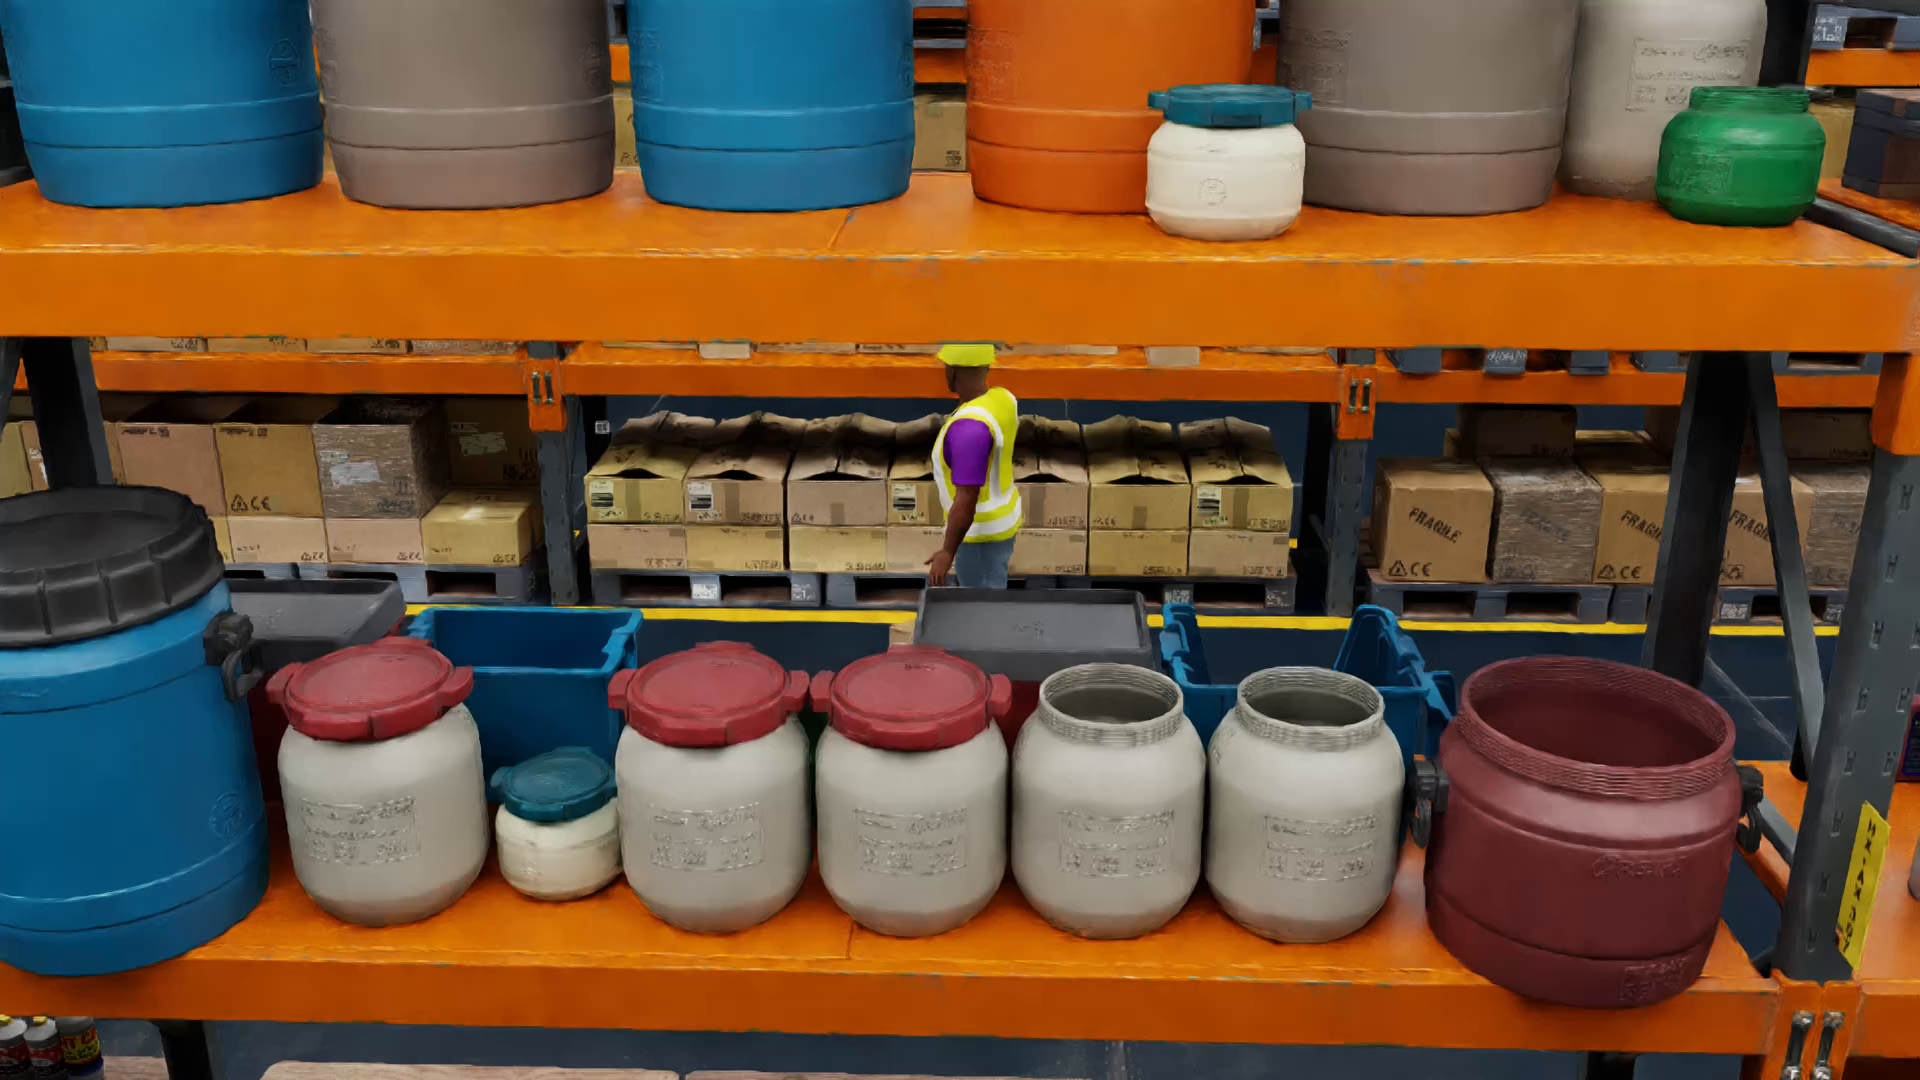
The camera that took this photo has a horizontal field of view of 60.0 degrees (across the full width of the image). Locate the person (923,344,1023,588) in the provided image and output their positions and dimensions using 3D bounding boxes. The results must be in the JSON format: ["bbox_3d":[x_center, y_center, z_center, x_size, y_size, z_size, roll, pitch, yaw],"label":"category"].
[{"bbox_3d":[0.089,-0.032,7.115,0.444,1.771,0.683,3,21,9],"label":"person"}]
